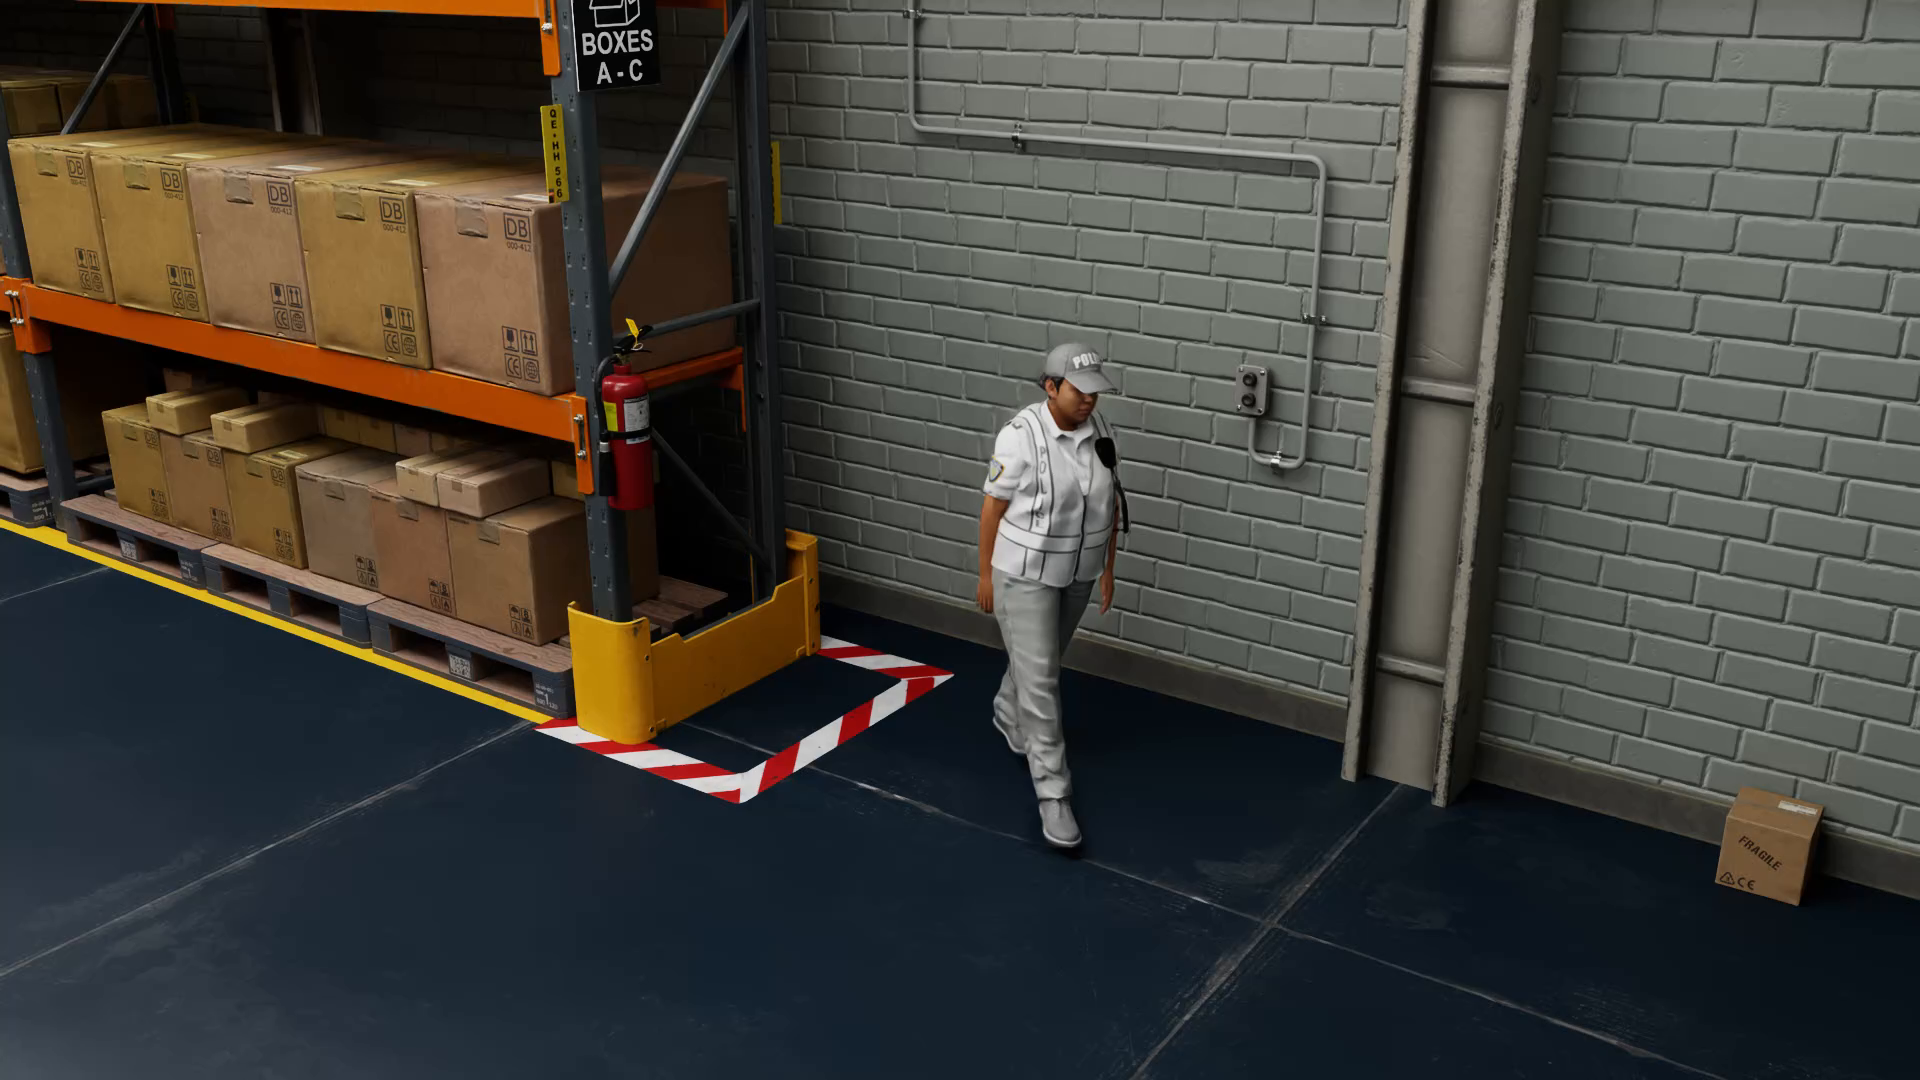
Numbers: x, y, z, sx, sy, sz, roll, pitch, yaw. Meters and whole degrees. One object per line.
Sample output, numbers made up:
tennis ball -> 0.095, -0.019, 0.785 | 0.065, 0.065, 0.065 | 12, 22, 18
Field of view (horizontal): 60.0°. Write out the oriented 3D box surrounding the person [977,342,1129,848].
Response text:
person -> 0.316, 0.110, 5.726 | 0.548, 1.614, 0.906 | -13, 24, -31
